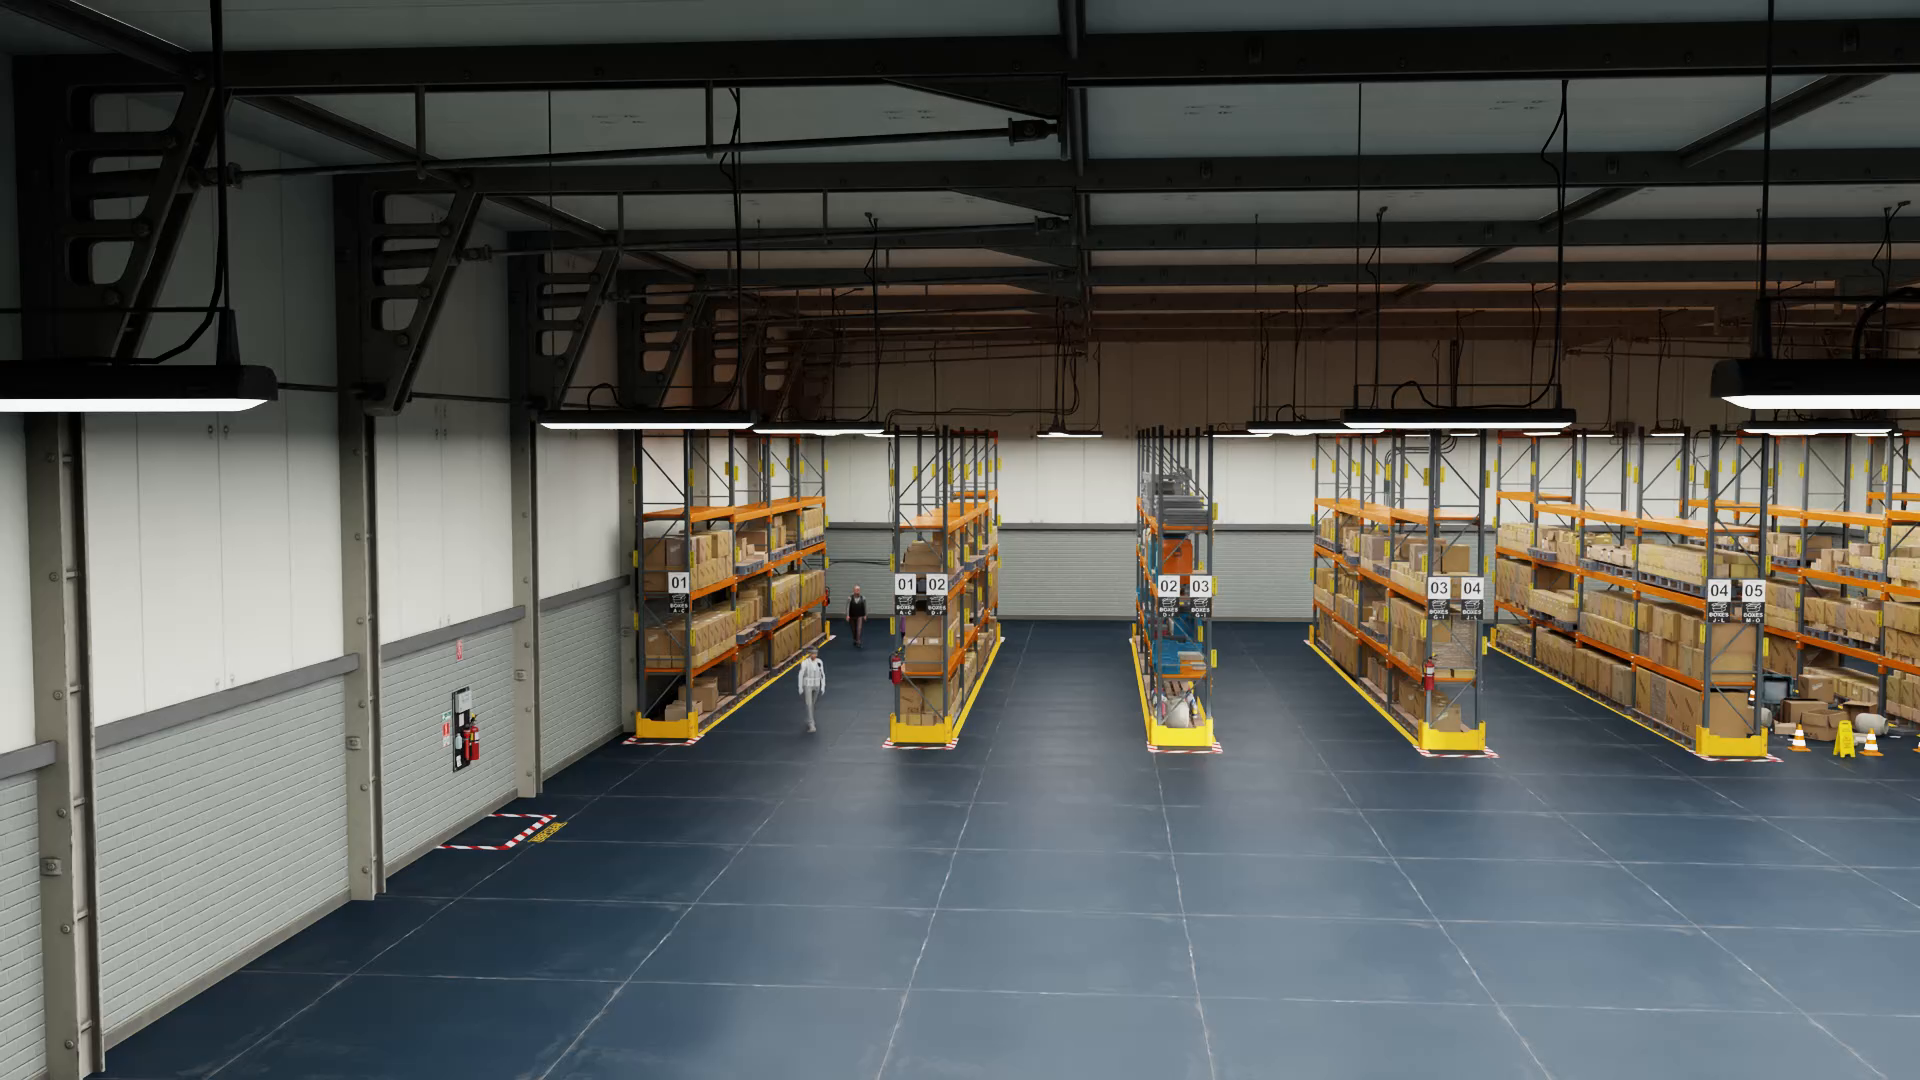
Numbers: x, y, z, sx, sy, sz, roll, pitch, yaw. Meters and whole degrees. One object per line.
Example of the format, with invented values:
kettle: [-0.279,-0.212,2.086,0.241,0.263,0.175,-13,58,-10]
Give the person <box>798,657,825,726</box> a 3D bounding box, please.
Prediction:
person: [-2.950,2.982,32.975,0.501,1.343,0.723,-2,4,-33]

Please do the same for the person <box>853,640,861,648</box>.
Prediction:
person: [-2.856,2.831,46.008,0.293,0.249,1.078,0,3,1]

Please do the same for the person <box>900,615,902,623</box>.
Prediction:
person: [-1.401,2.055,43.069,0.443,0.936,0.421,0,3,5]
